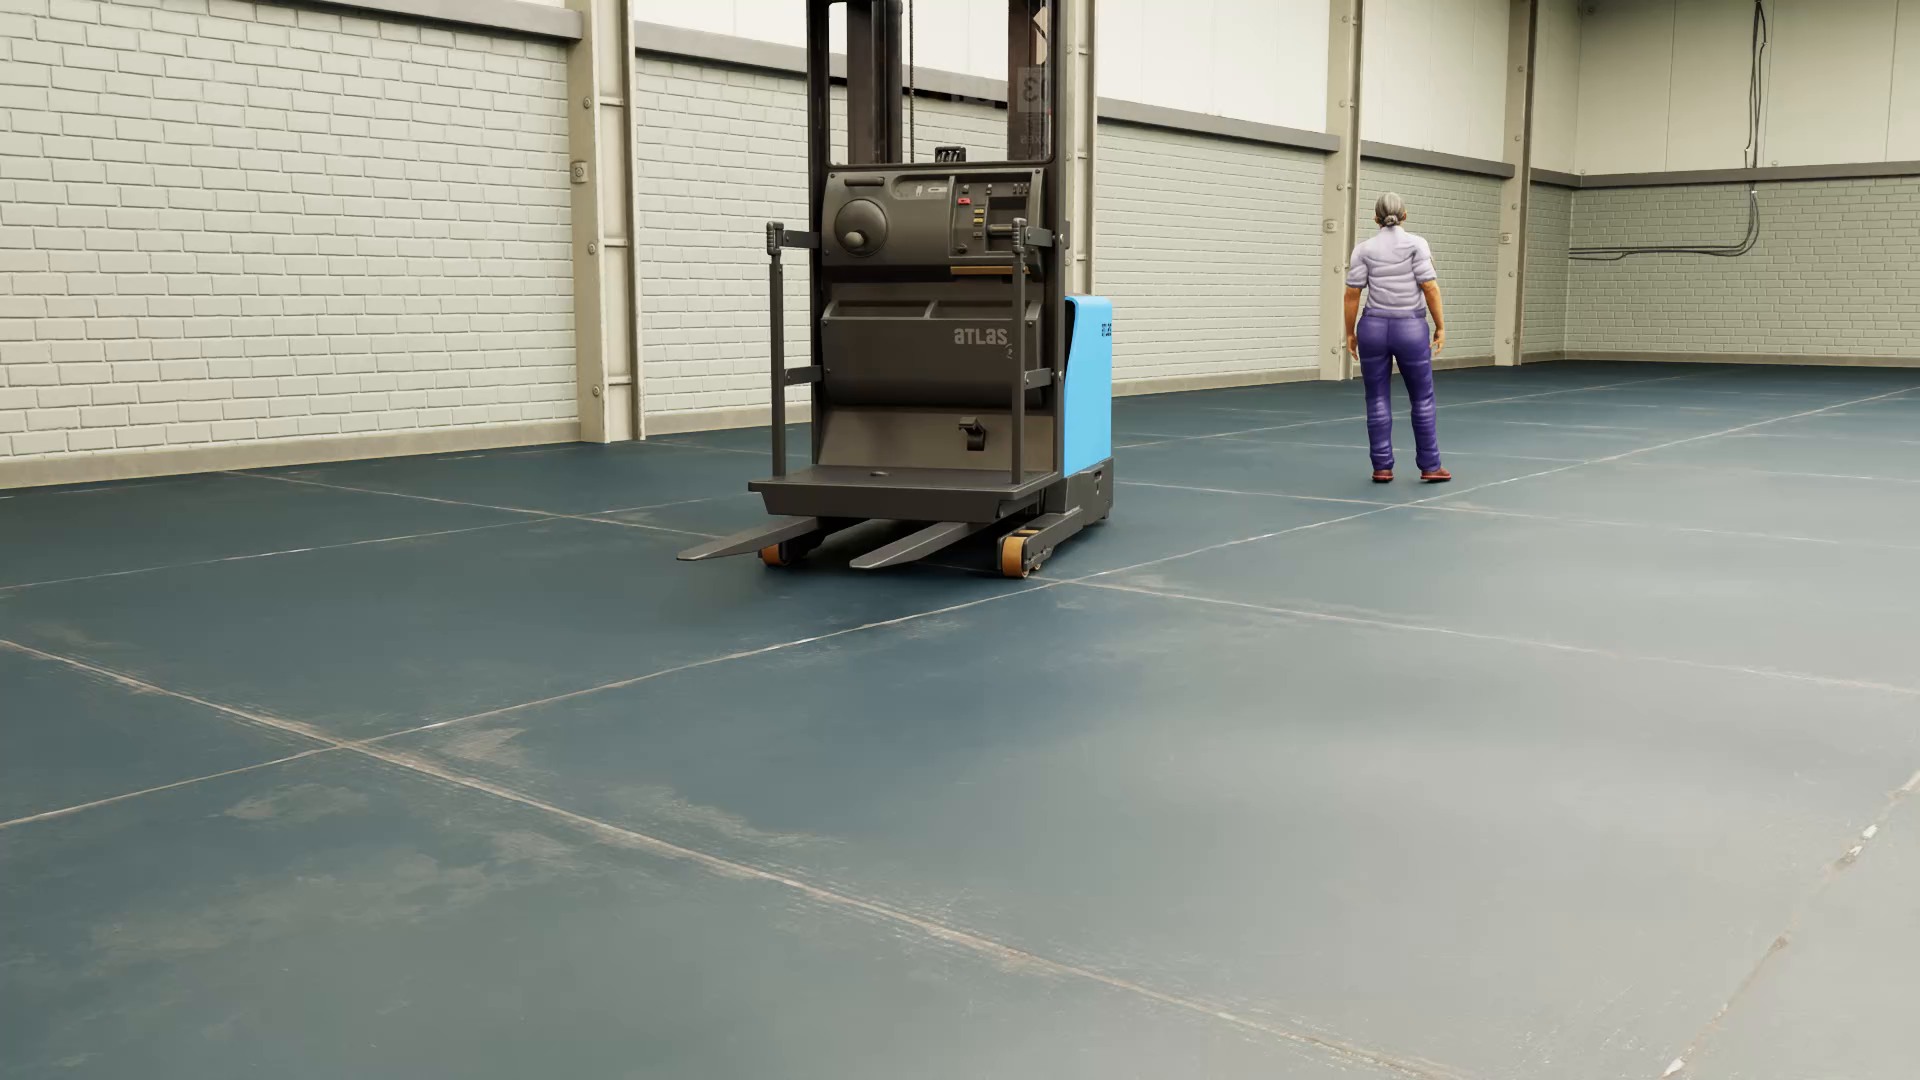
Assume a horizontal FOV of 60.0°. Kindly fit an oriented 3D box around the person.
[{"bbox_3d":[2.548,-1.169,9.648,0.598,1.651,0.504,4,9,25],"label":"person"}]

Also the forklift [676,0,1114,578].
[{"bbox_3d":[-0.176,-1.366,6.616,1.130,2.935,3.031,3,9,17],"label":"forklift"}]
